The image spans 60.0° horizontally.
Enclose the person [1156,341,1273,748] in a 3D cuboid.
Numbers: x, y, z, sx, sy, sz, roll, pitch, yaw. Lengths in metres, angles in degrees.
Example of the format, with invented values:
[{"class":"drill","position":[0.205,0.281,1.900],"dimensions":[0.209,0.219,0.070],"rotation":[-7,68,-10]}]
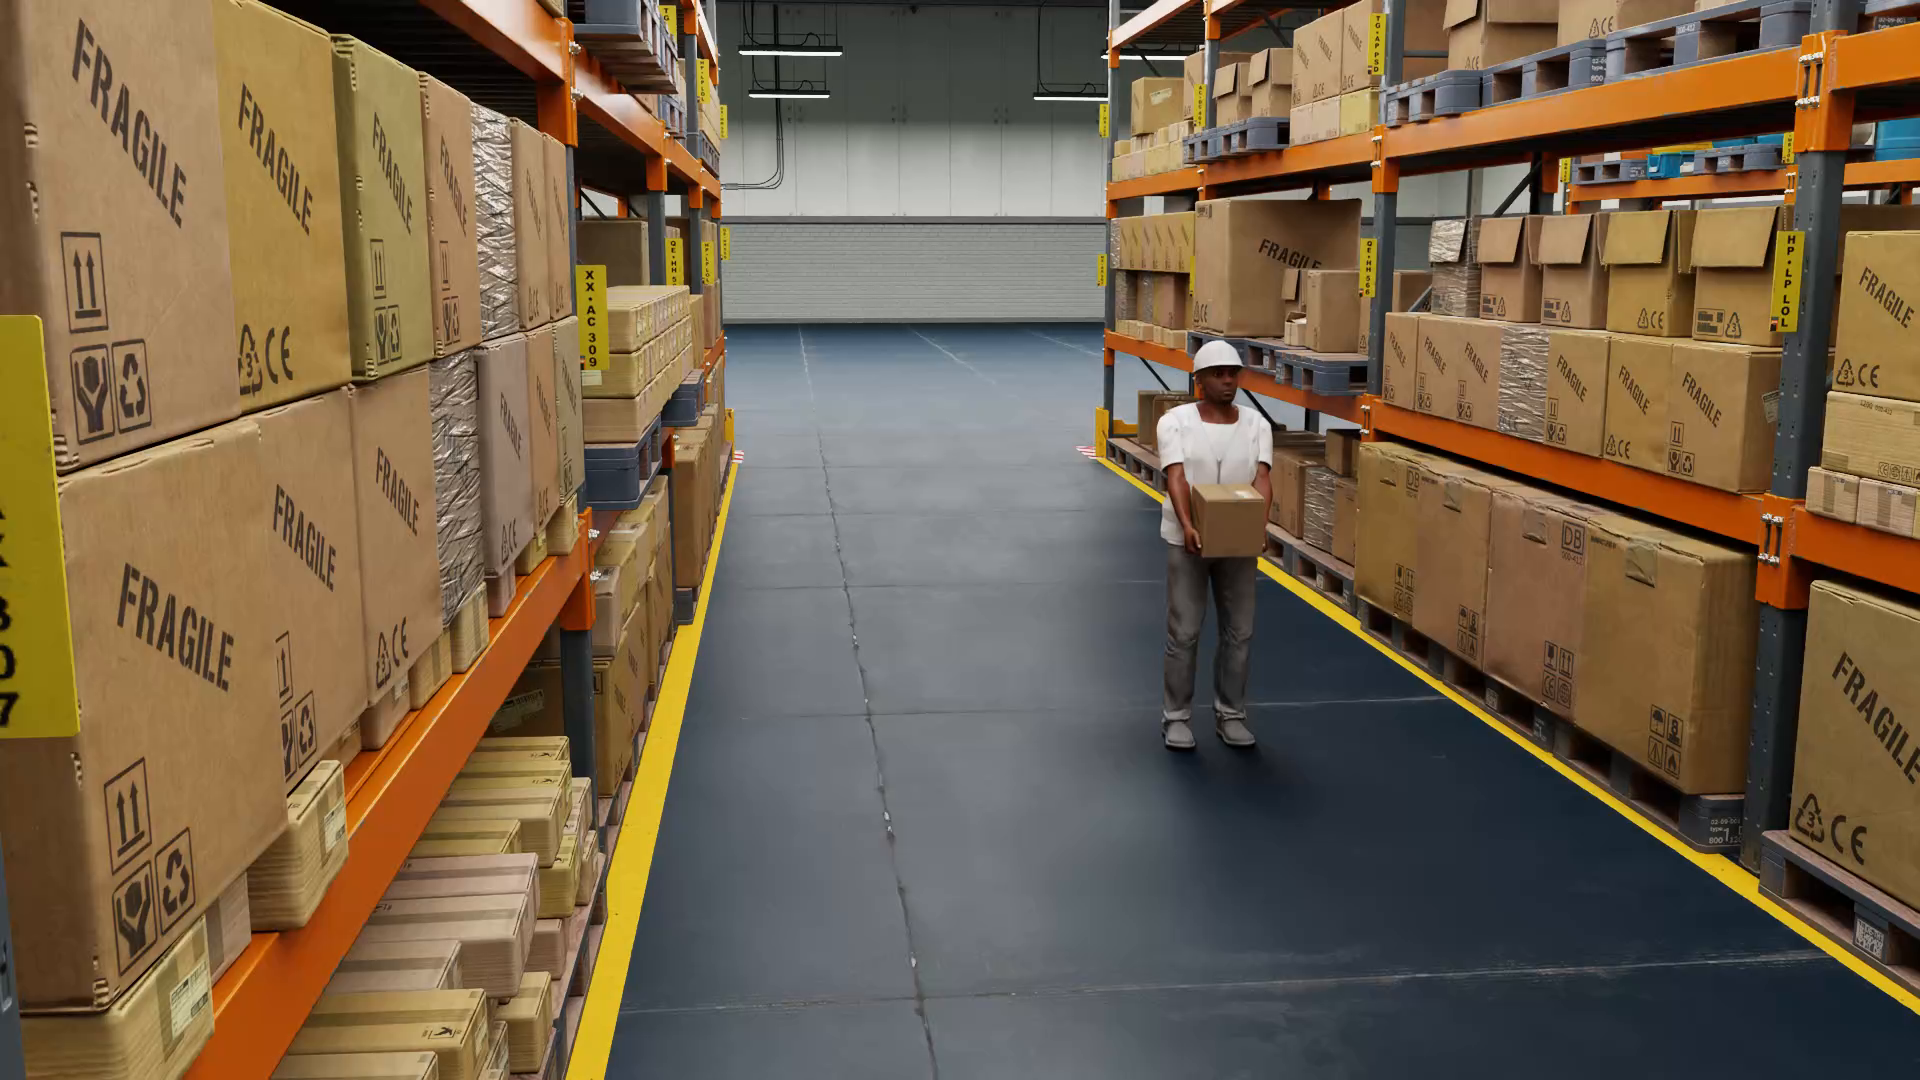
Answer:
[{"class":"person","position":[1.113,0.035,7.150],"dimensions":[0.503,1.760,0.576],"rotation":[-1,10,-5]}]
